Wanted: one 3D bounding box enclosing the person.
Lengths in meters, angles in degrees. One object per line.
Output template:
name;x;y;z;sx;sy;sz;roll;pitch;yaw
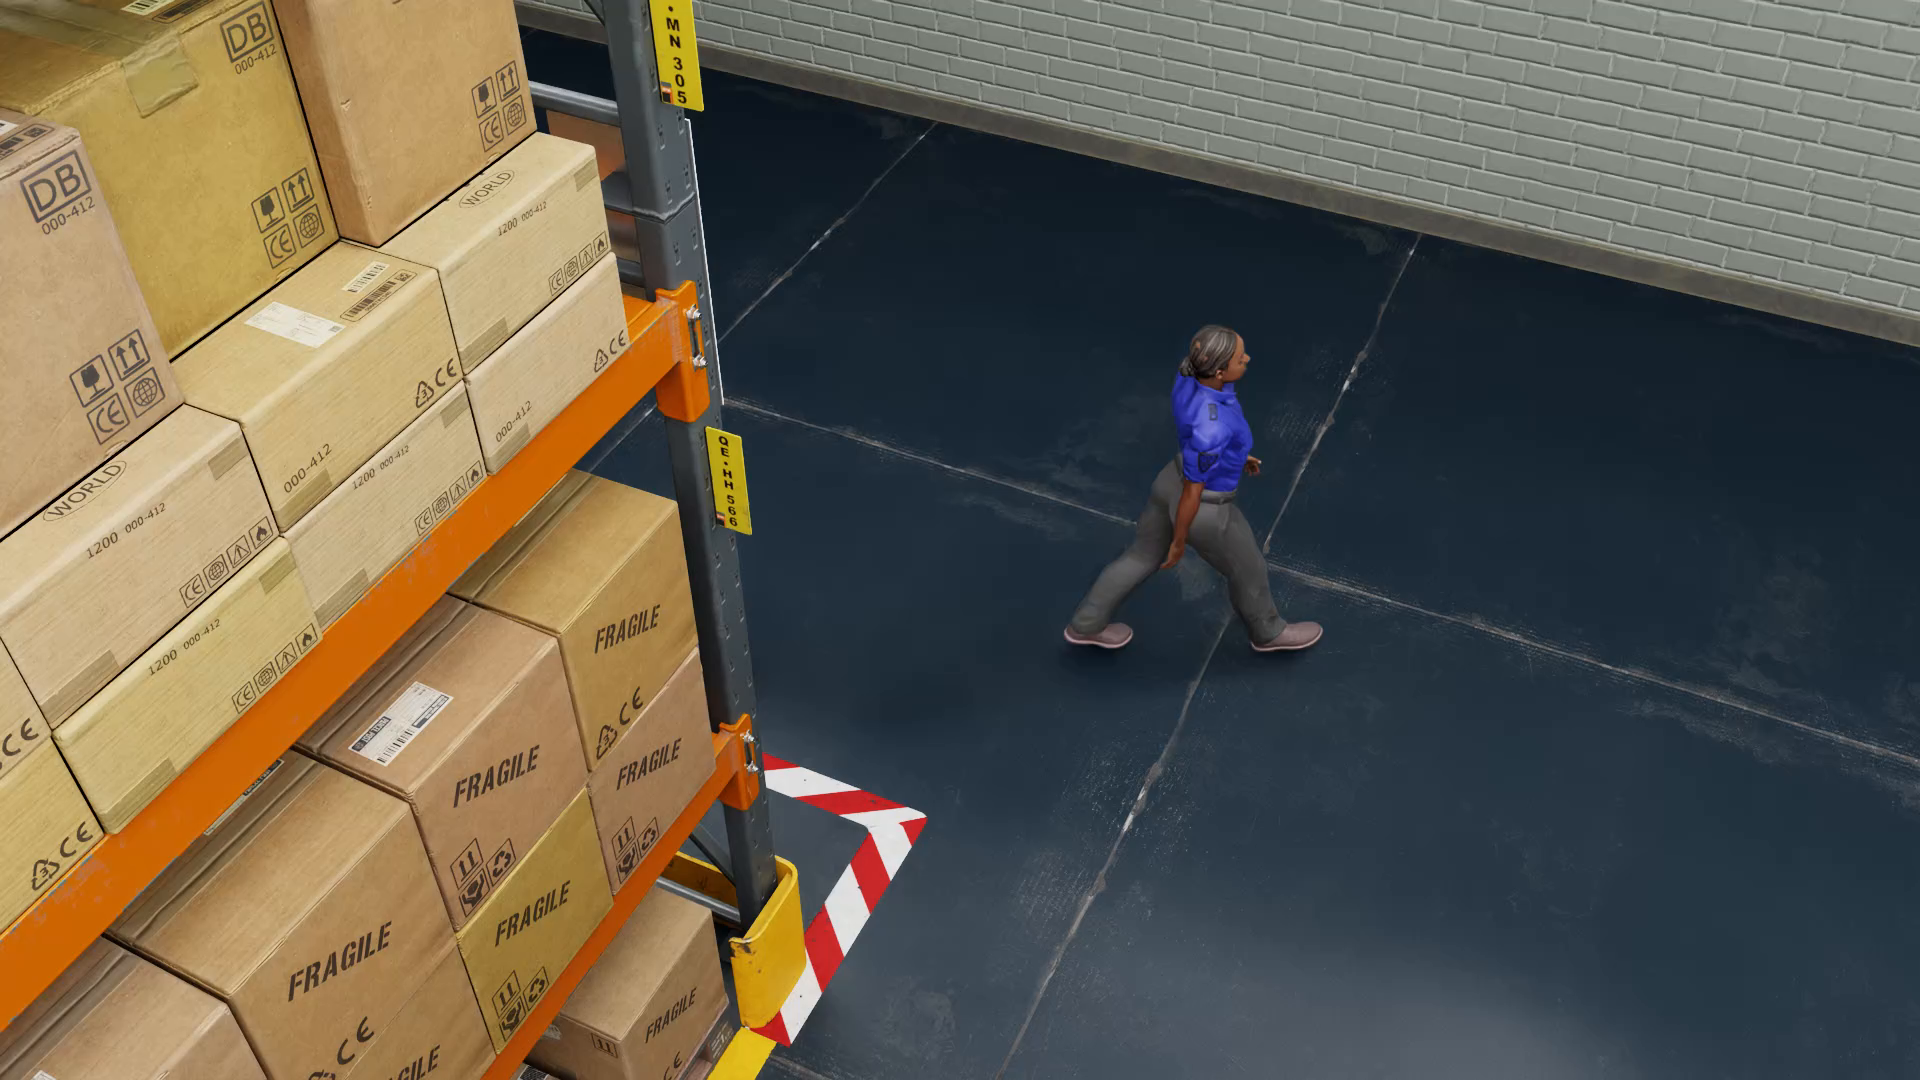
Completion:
person;0.948;-0.173;6.348;1.043;1.594;0.458;-9;43;-10
